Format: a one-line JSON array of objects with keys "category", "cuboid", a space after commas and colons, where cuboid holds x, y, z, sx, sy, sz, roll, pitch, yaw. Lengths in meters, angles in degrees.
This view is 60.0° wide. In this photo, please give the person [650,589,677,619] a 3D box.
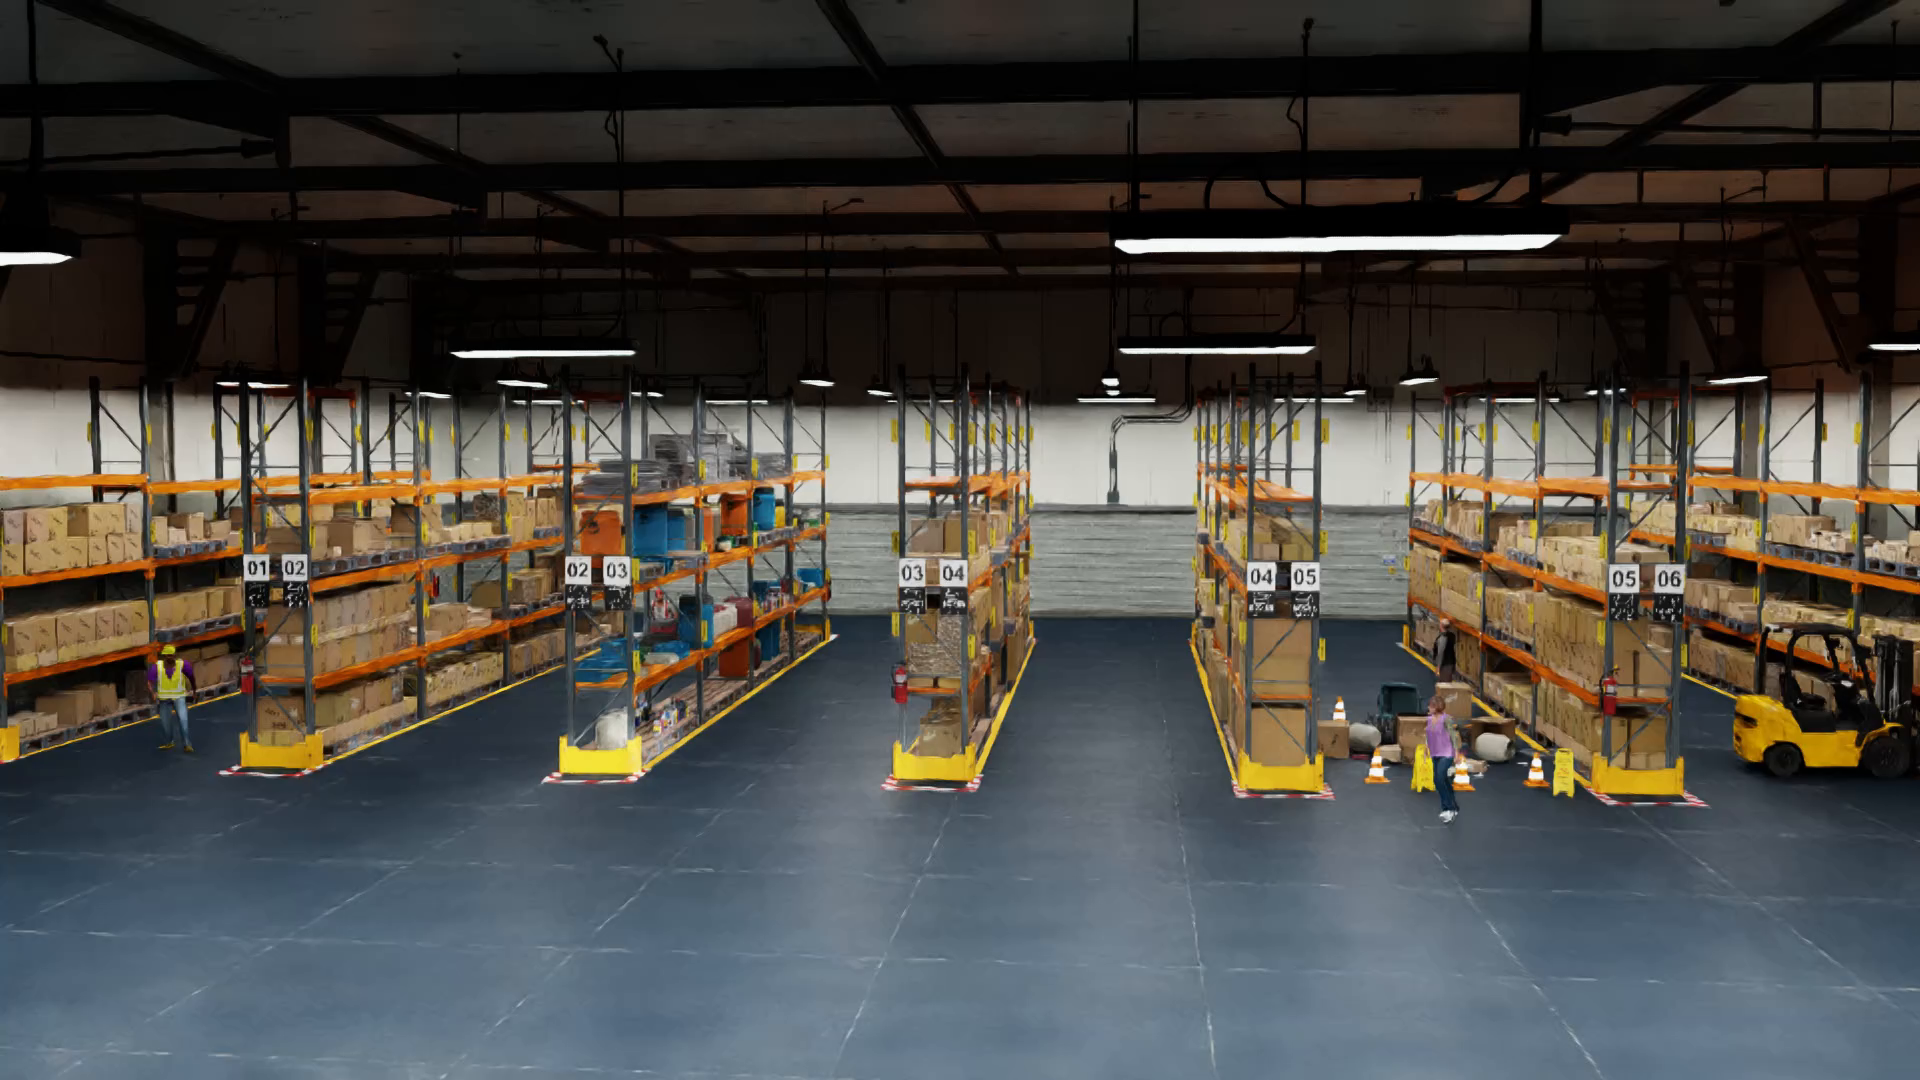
[{"category": "person", "cuboid": [-6.334, 1.877, 35.278, 0.678, 1.741, 0.546, 0, 4, 4]}]

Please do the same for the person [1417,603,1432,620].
[{"category": "person", "cuboid": [12.025, 1.428, 43.204, 0.411, 1.587, 0.558, -2, 4, -24]}]

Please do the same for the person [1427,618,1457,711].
[{"category": "person", "cuboid": [8.548, 2.238, 29.445, 0.586, 1.718, 0.639, 2, 4, 30]}]

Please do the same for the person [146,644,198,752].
[{"category": "person", "cuboid": [-12.356, 2.466, 26.081, 0.699, 1.697, 0.801, -1, 4, -15]}]

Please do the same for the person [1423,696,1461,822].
[{"category": "person", "cuboid": [6.280, 2.812, 21.589, 0.455, 1.582, 0.520, -2, 4, -24]}]
